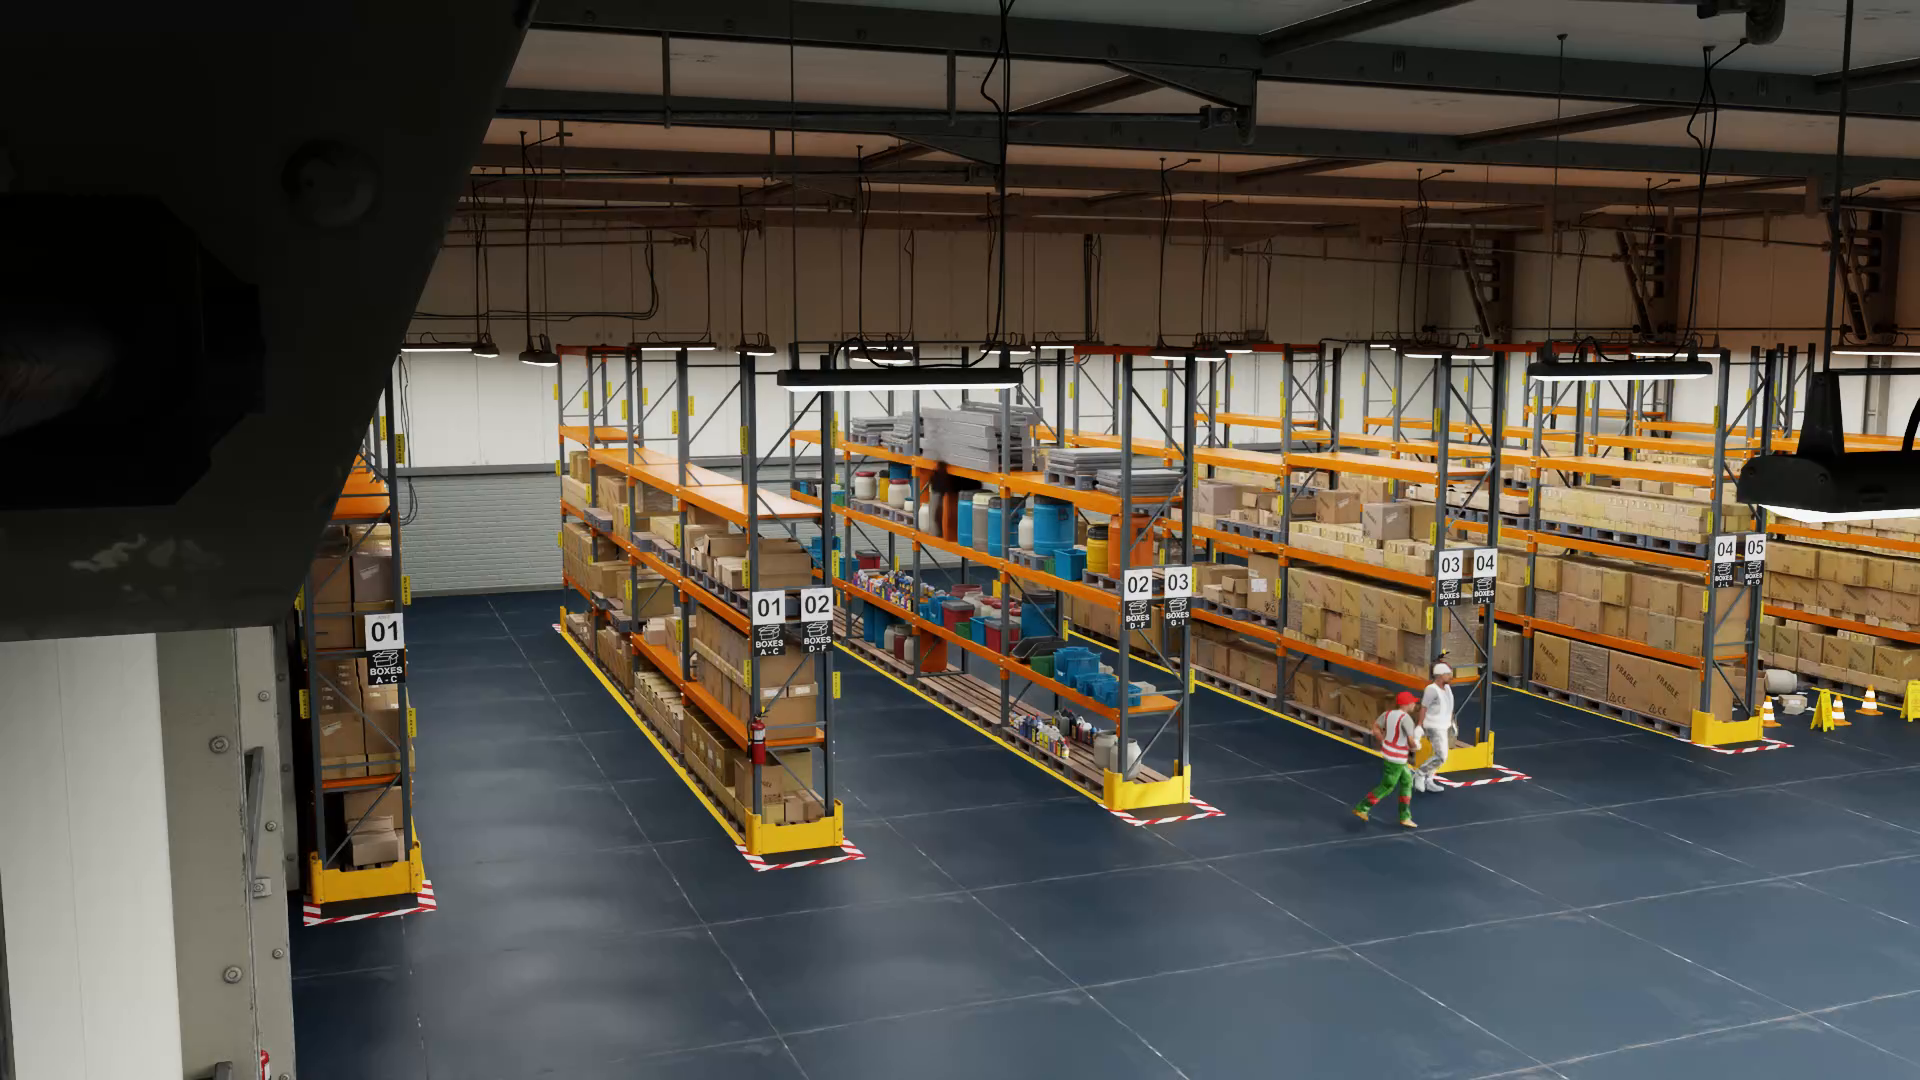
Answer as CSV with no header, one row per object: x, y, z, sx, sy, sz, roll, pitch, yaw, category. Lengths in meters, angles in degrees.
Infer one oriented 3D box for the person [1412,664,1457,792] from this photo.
6.489,2.564,22.717,0.478,1.771,0.650,6,9,38,person

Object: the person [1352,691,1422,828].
5.427,2.794,21.037,0.846,1.778,0.612,0,7,-3,person
